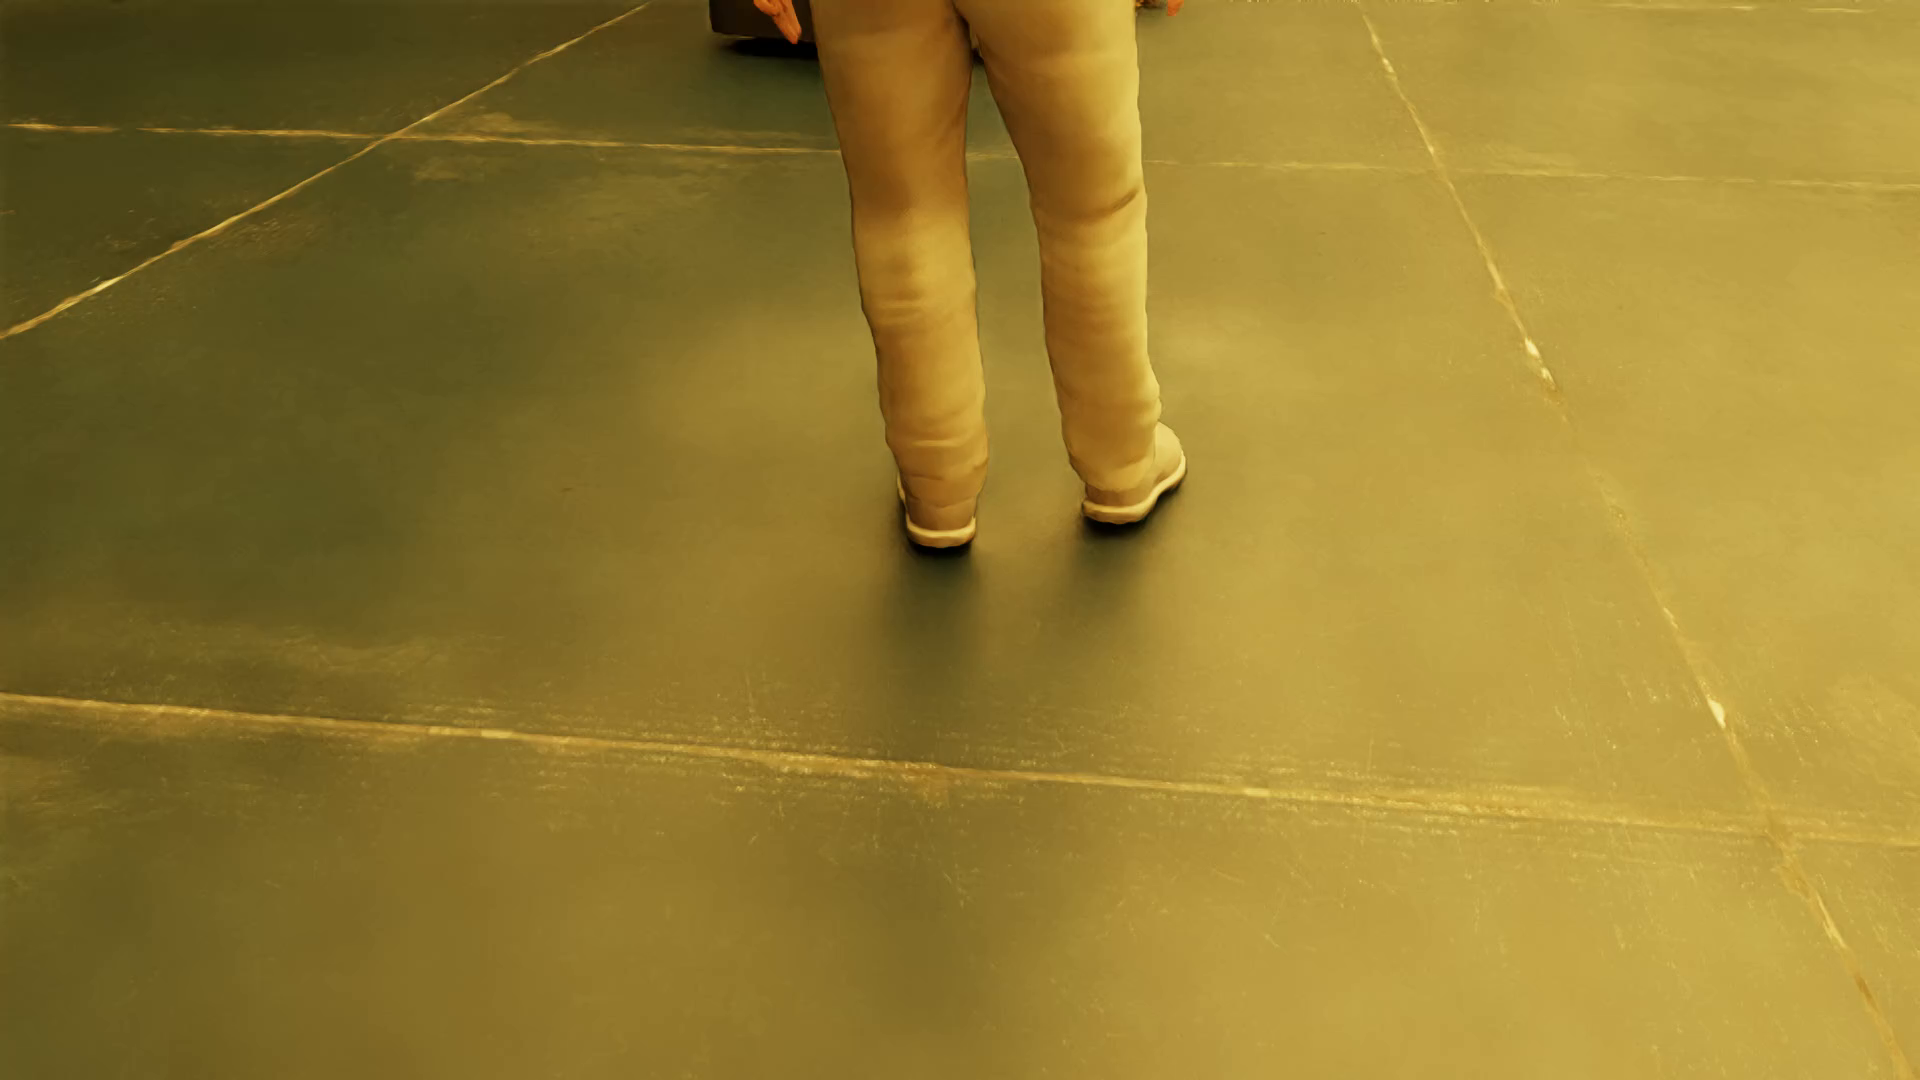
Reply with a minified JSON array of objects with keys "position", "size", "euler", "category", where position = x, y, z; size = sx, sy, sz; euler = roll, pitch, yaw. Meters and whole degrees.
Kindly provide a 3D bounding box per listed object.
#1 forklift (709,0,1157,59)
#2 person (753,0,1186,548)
[{"position":[0.219,-3.589,6.412],"size":[1.130,2.935,3.031],"euler":[13,29,24],"category":"forklift"},{"position":[0.022,-0.838,2.166],"size":[0.640,1.781,0.574],"euler":[3,27,7],"category":"person"}]
